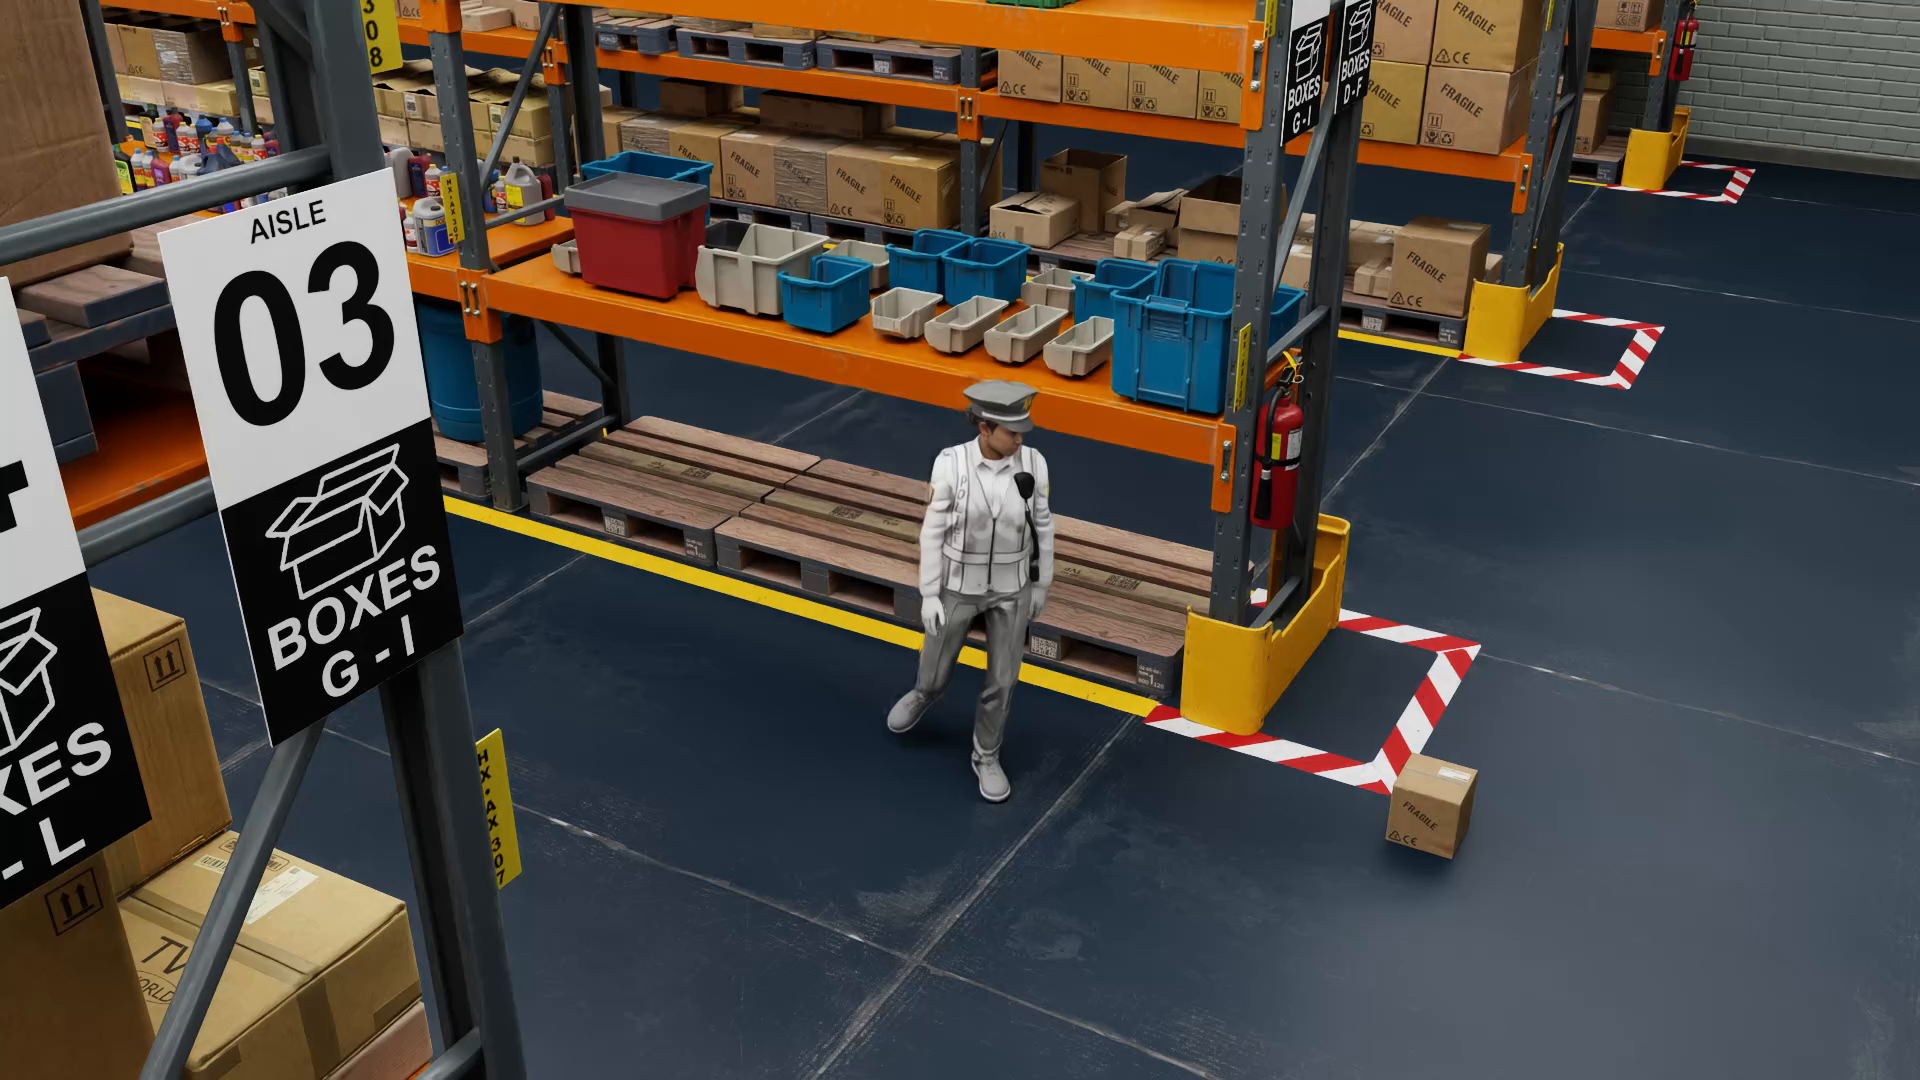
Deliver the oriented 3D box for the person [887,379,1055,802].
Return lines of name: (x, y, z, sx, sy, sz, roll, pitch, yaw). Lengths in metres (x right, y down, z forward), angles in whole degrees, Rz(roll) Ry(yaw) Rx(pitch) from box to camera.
person: (0.039, 0.153, 6.299, 0.631, 1.660, 0.584, -3, 27, -6)
